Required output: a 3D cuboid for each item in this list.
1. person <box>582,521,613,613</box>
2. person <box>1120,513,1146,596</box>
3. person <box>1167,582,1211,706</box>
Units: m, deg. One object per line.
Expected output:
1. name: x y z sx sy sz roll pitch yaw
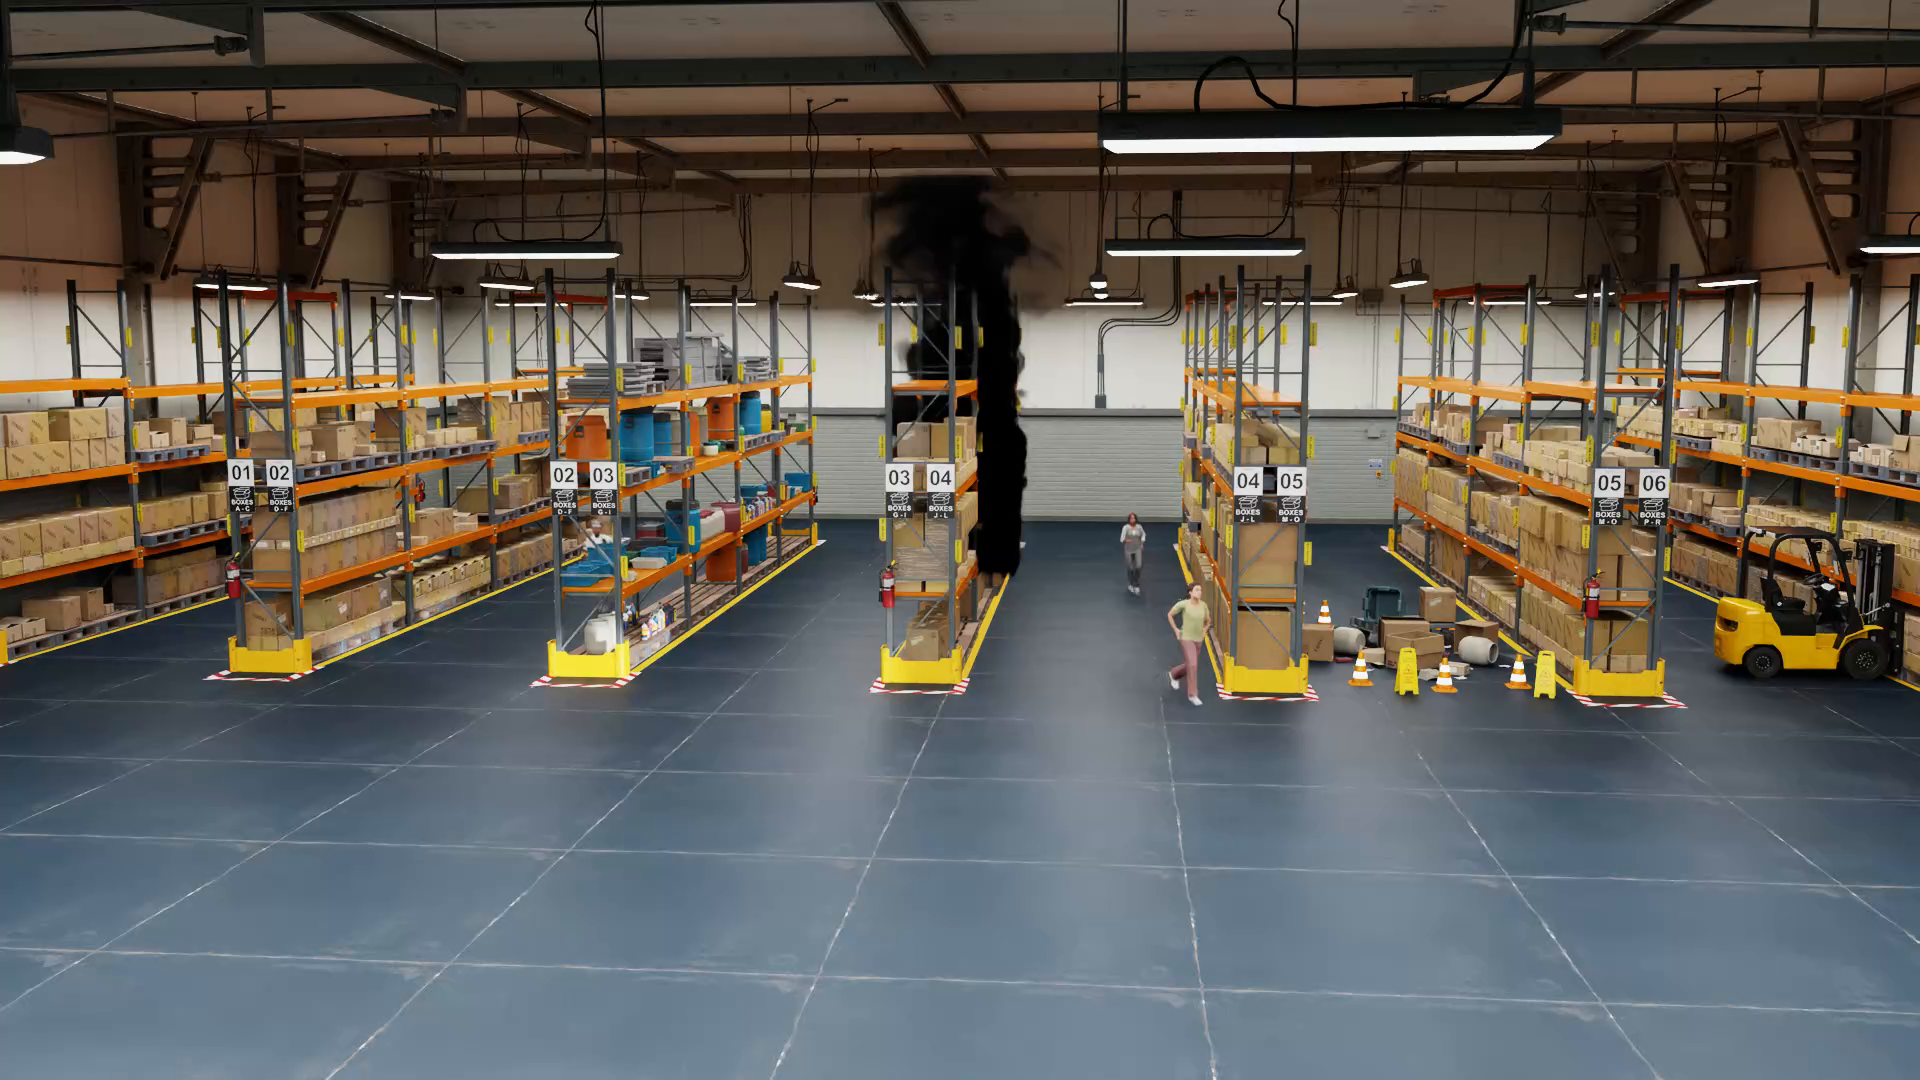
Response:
1. person: -6.620 0.493 30.408 0.572 1.725 0.697 0 7 1
2. person: 3.378 0.277 32.464 0.513 1.634 0.702 0 7 2
3. person: 3.202 1.400 23.110 0.611 1.668 0.905 -3 8 -25
